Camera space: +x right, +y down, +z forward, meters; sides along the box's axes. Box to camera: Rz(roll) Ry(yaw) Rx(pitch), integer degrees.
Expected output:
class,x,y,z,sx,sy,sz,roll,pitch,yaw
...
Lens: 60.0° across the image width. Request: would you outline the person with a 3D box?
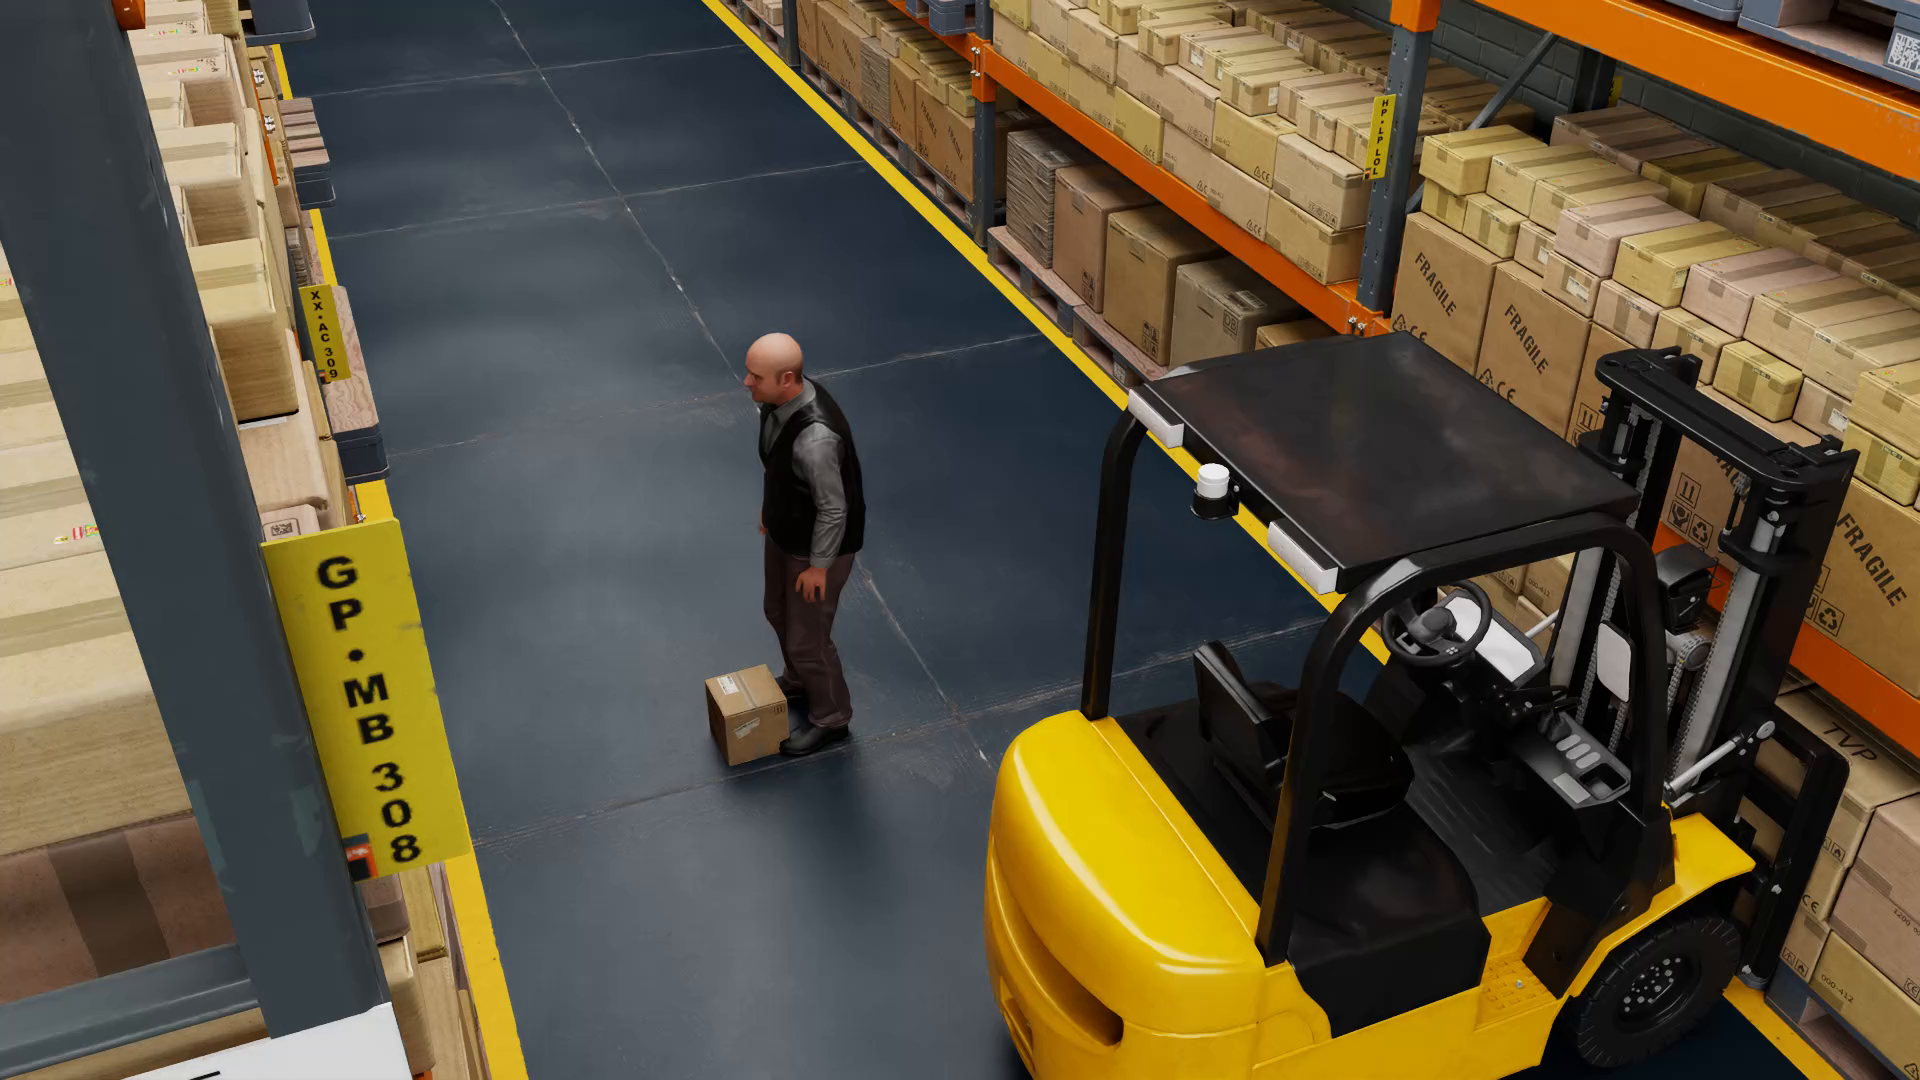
class,x,y,z,sx,sy,sz,roll,pitch,yaw
person,-0.569,-0.004,6.169,0.417,1.720,0.579,-14,36,-20
